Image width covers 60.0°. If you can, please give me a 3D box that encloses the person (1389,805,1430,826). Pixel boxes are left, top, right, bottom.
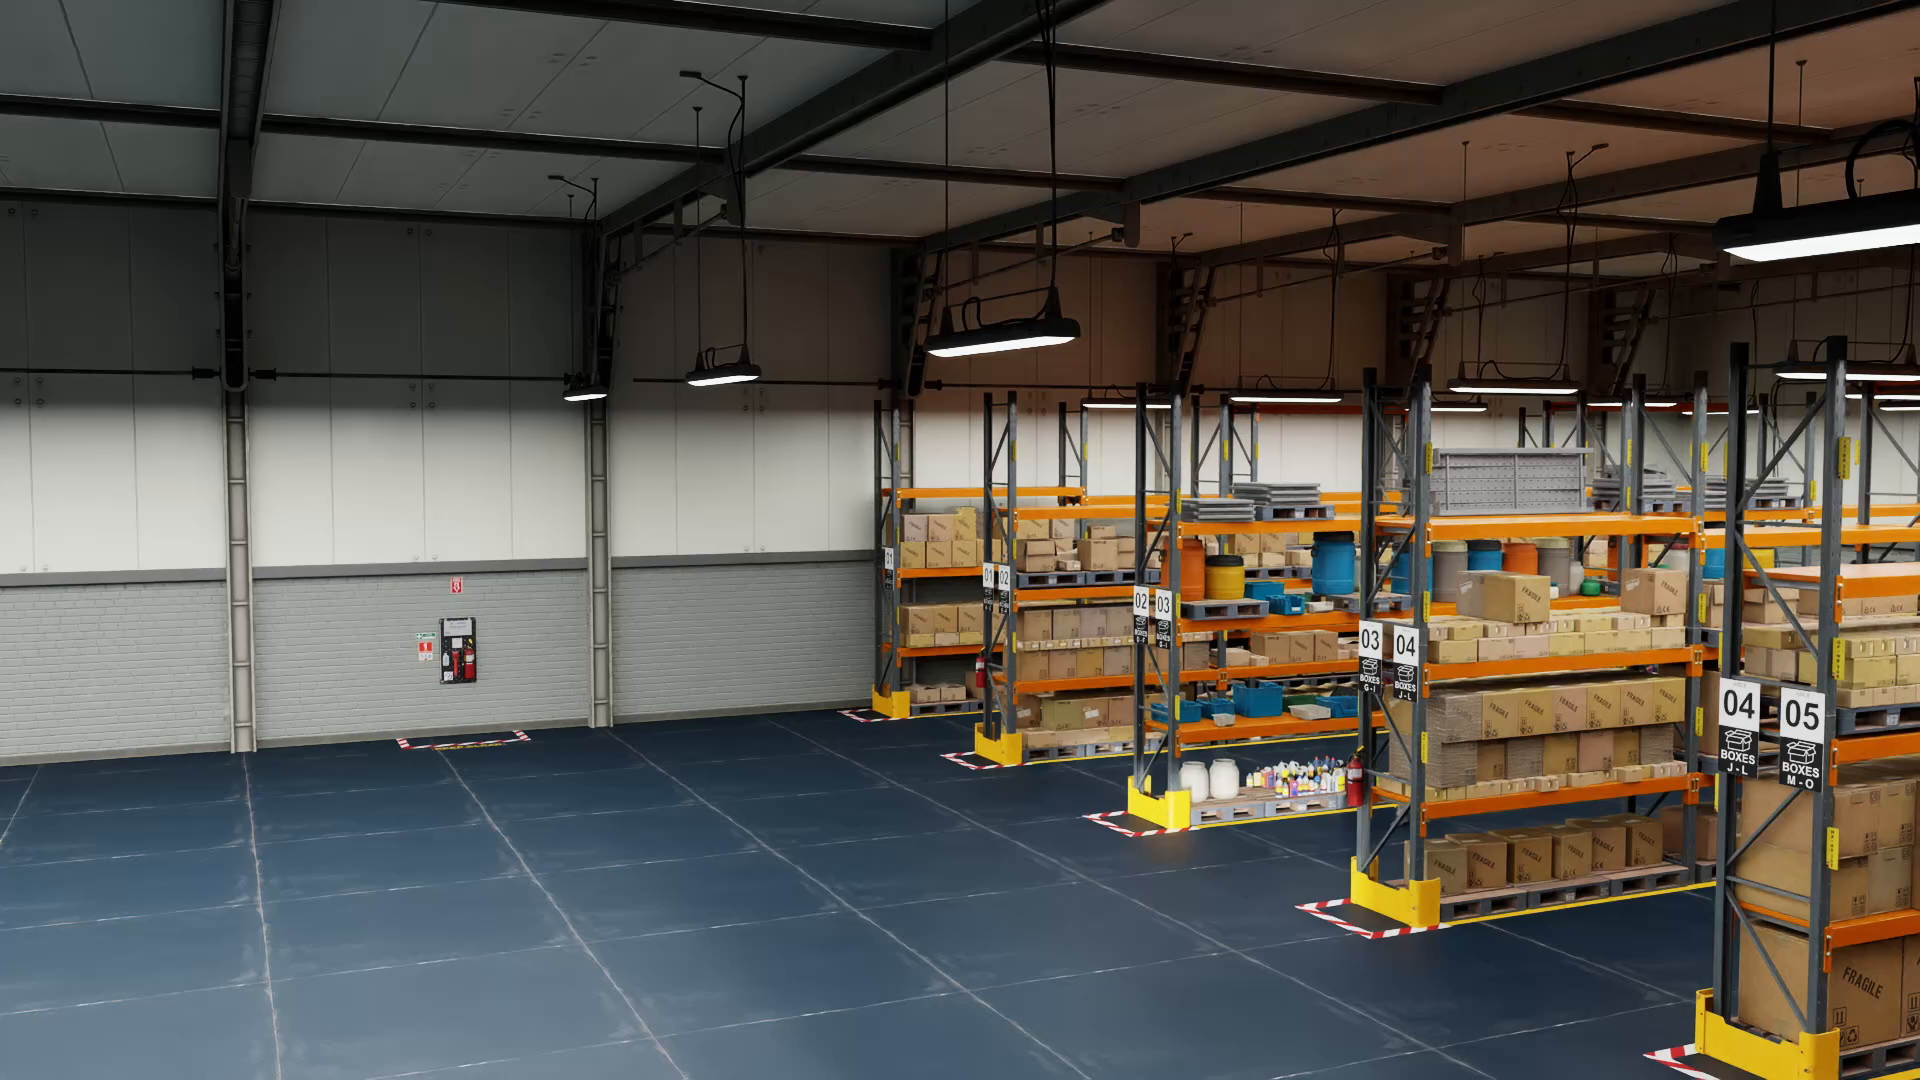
[{"bbox_3d":[6.112,2.989,22.459,0.550,1.826,0.581,-1,4,-23],"label":"person"}]
